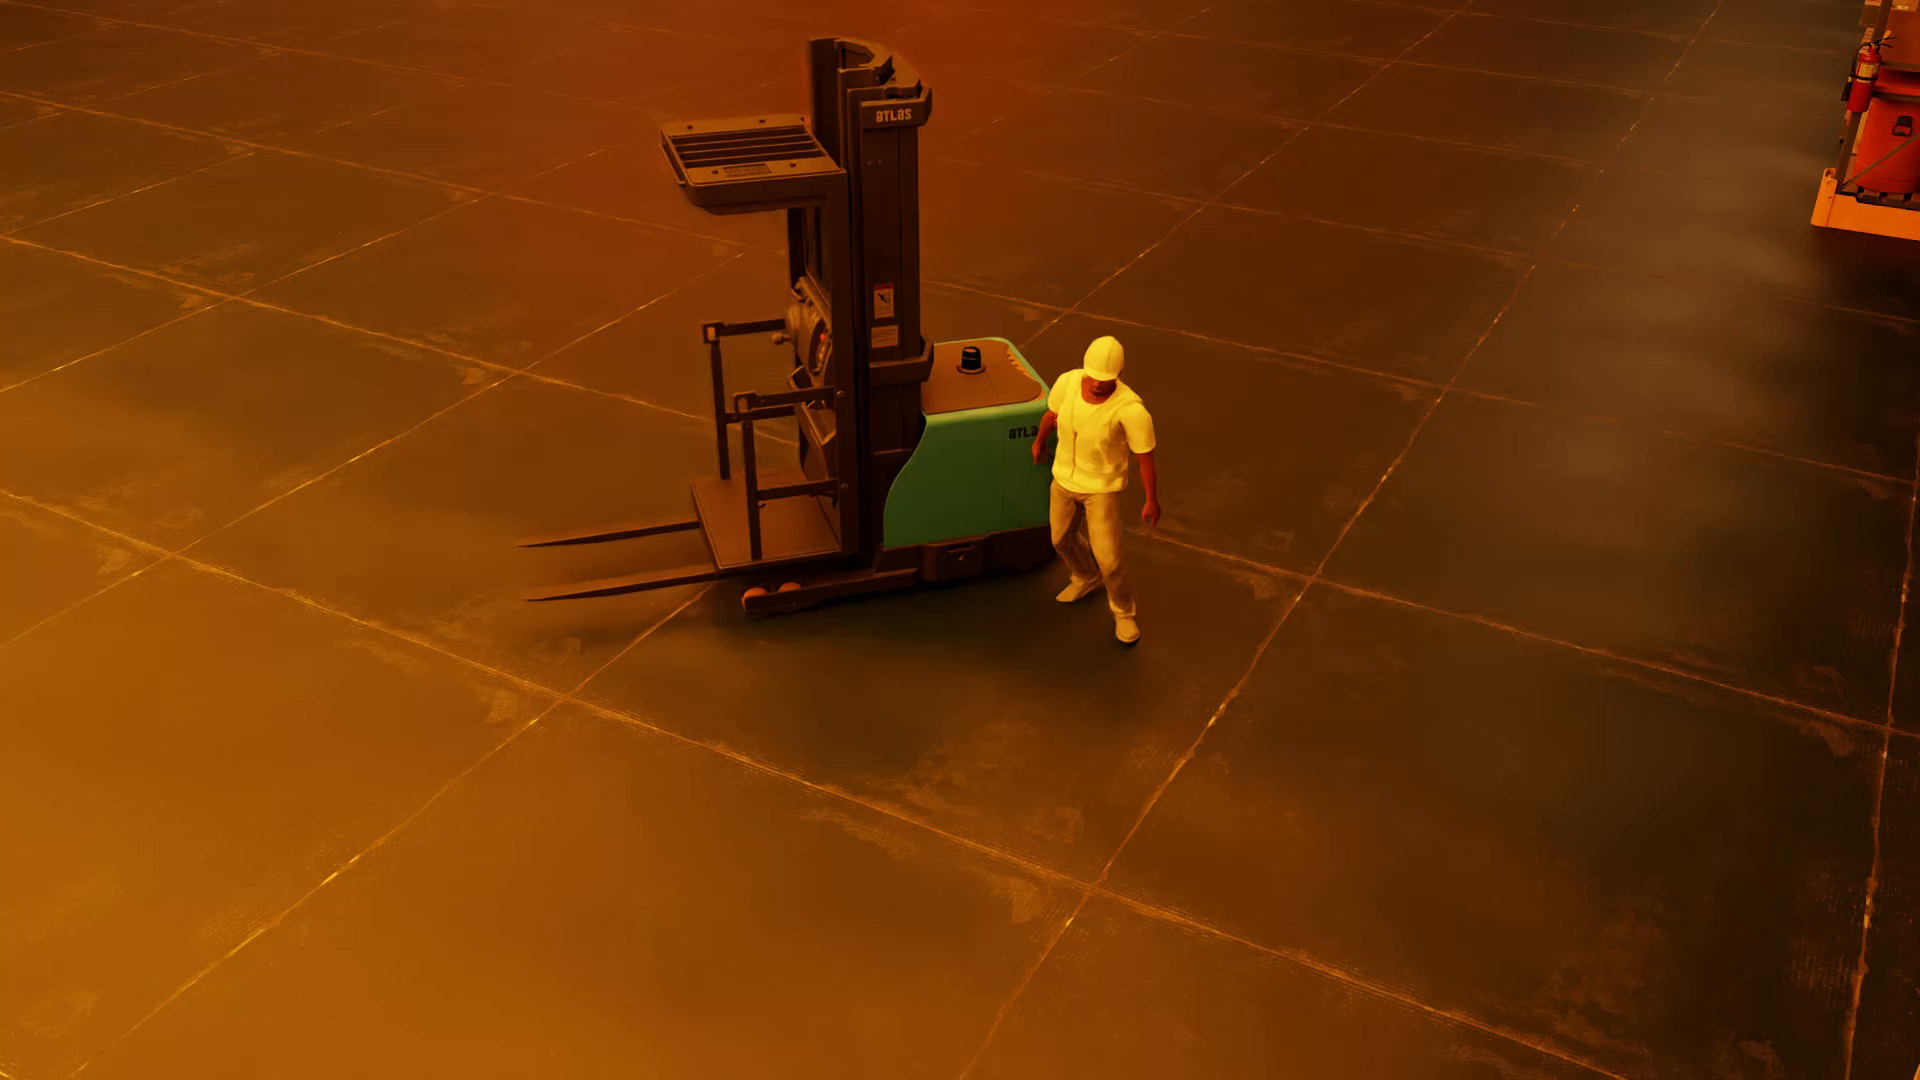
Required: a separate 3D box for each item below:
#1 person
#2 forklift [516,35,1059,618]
[{"bbox_3d":[0.691,-0.339,8.931,0.879,1.740,0.487,26,39,37],"label":"person"},{"bbox_3d":[-1.004,-1.130,9.029,3.031,2.935,1.130,-9,31,-15],"label":"forklift"}]
